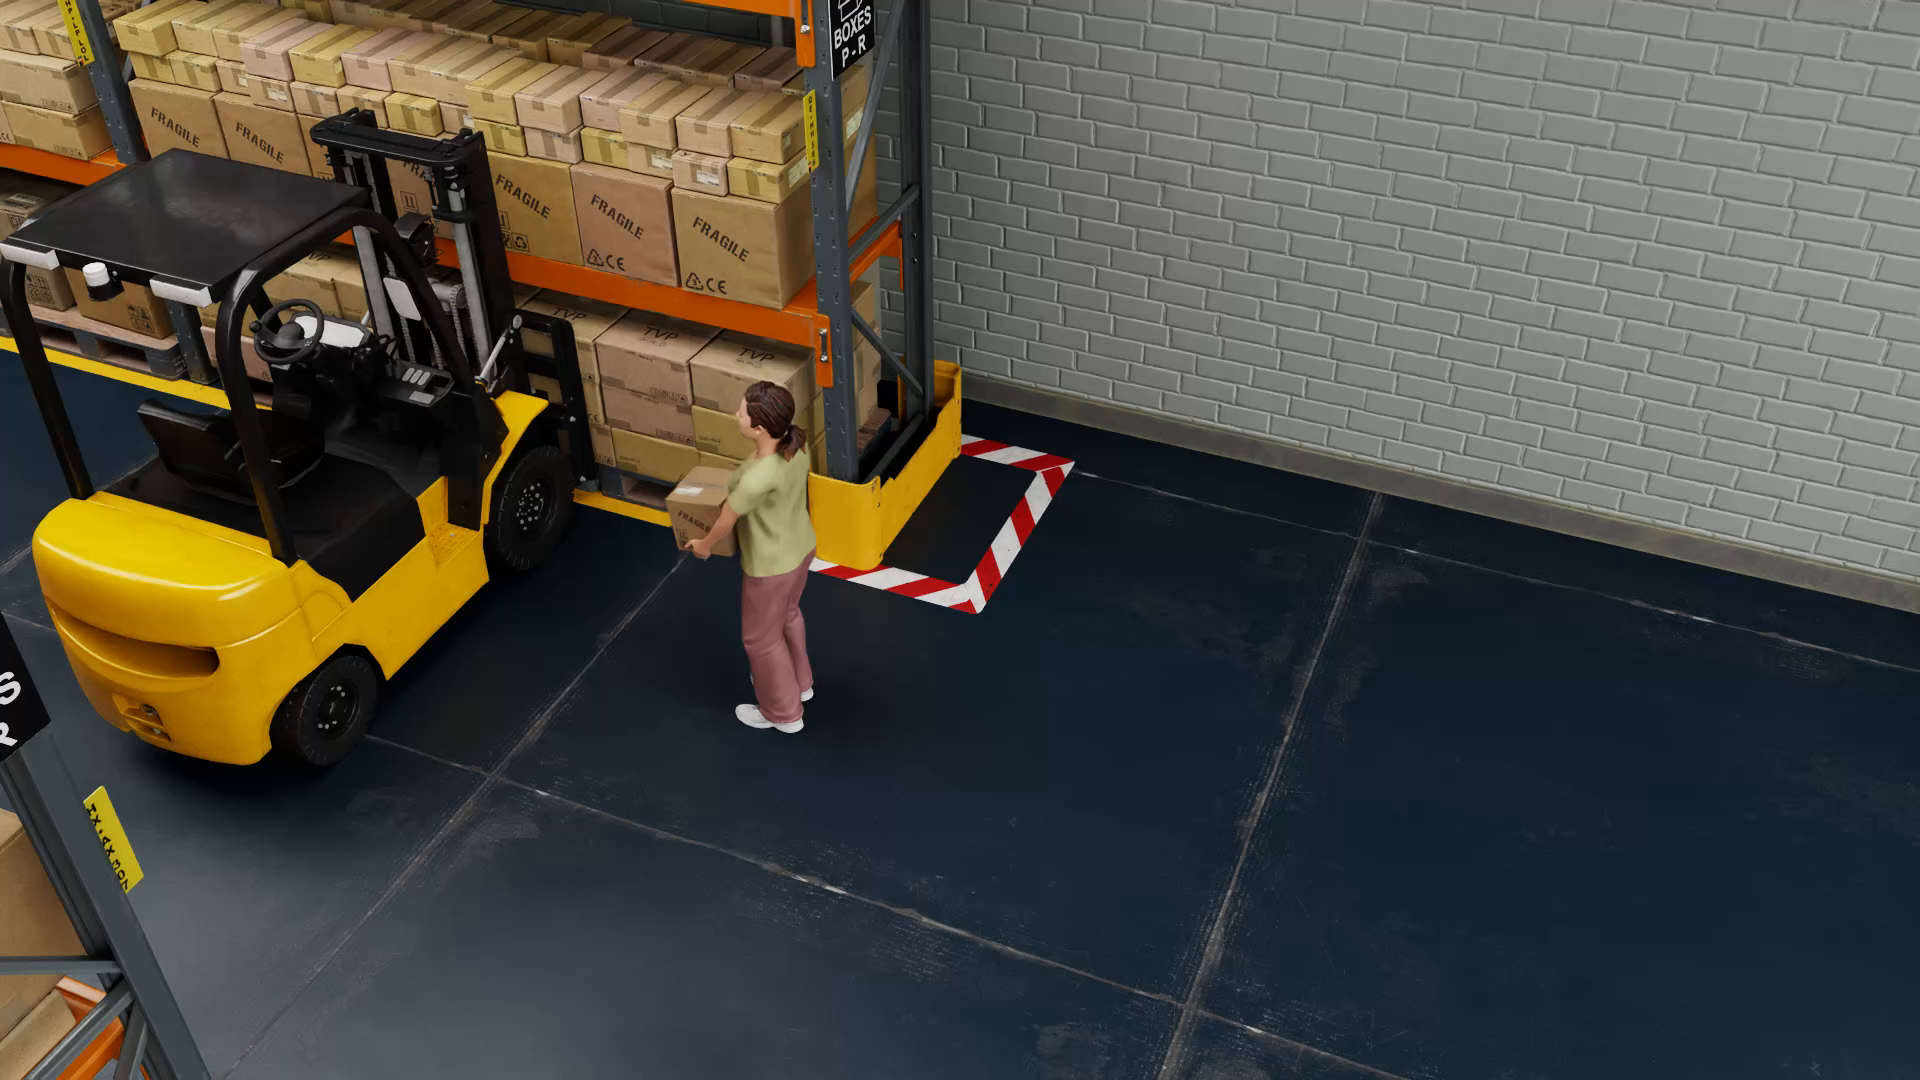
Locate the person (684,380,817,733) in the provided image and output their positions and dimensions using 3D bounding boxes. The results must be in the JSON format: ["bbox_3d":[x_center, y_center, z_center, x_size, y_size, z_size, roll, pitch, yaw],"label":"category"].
[{"bbox_3d":[-0.820,0.060,6.751,0.527,1.669,0.405,14,40,17],"label":"person"}]
